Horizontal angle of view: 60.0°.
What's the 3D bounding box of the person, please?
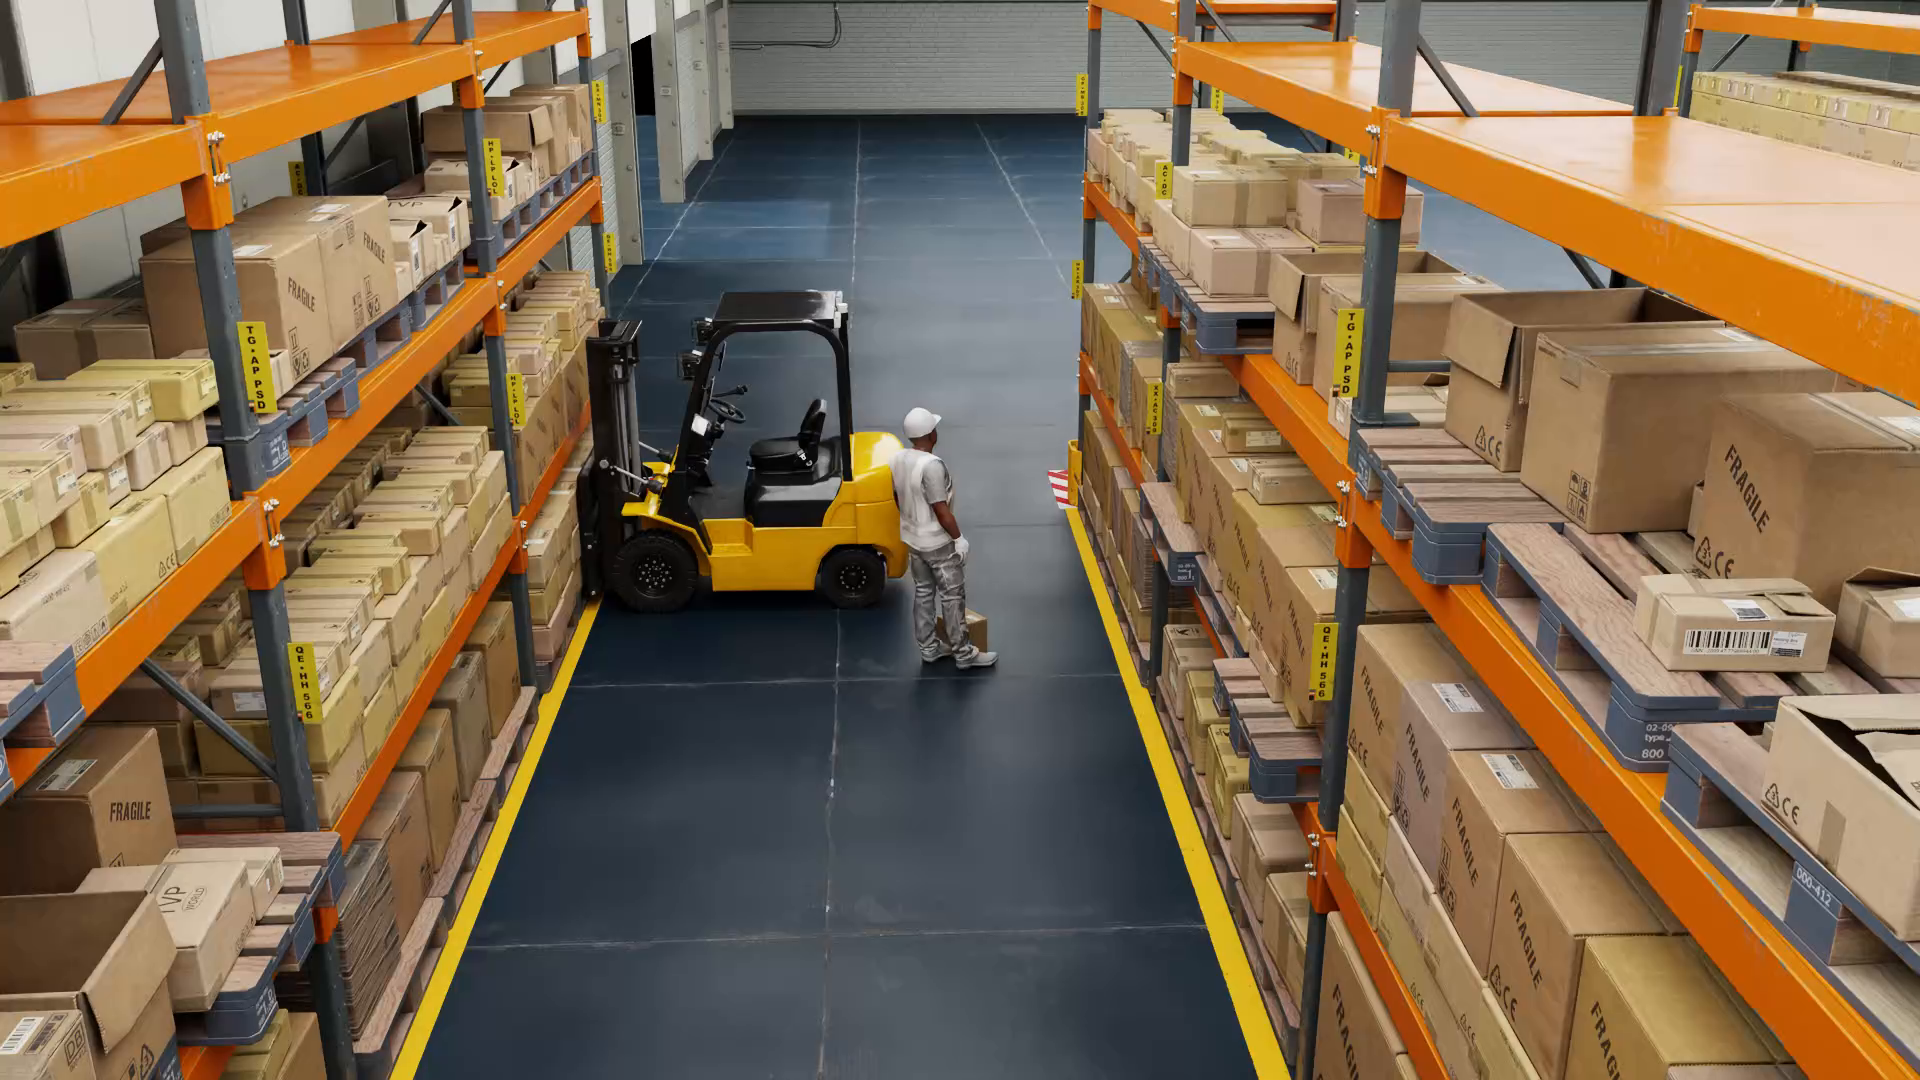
[{"bbox_3d":[-0.130,-0.029,11.101,0.576,1.784,0.656,-13,24,-32],"label":"person"}]
